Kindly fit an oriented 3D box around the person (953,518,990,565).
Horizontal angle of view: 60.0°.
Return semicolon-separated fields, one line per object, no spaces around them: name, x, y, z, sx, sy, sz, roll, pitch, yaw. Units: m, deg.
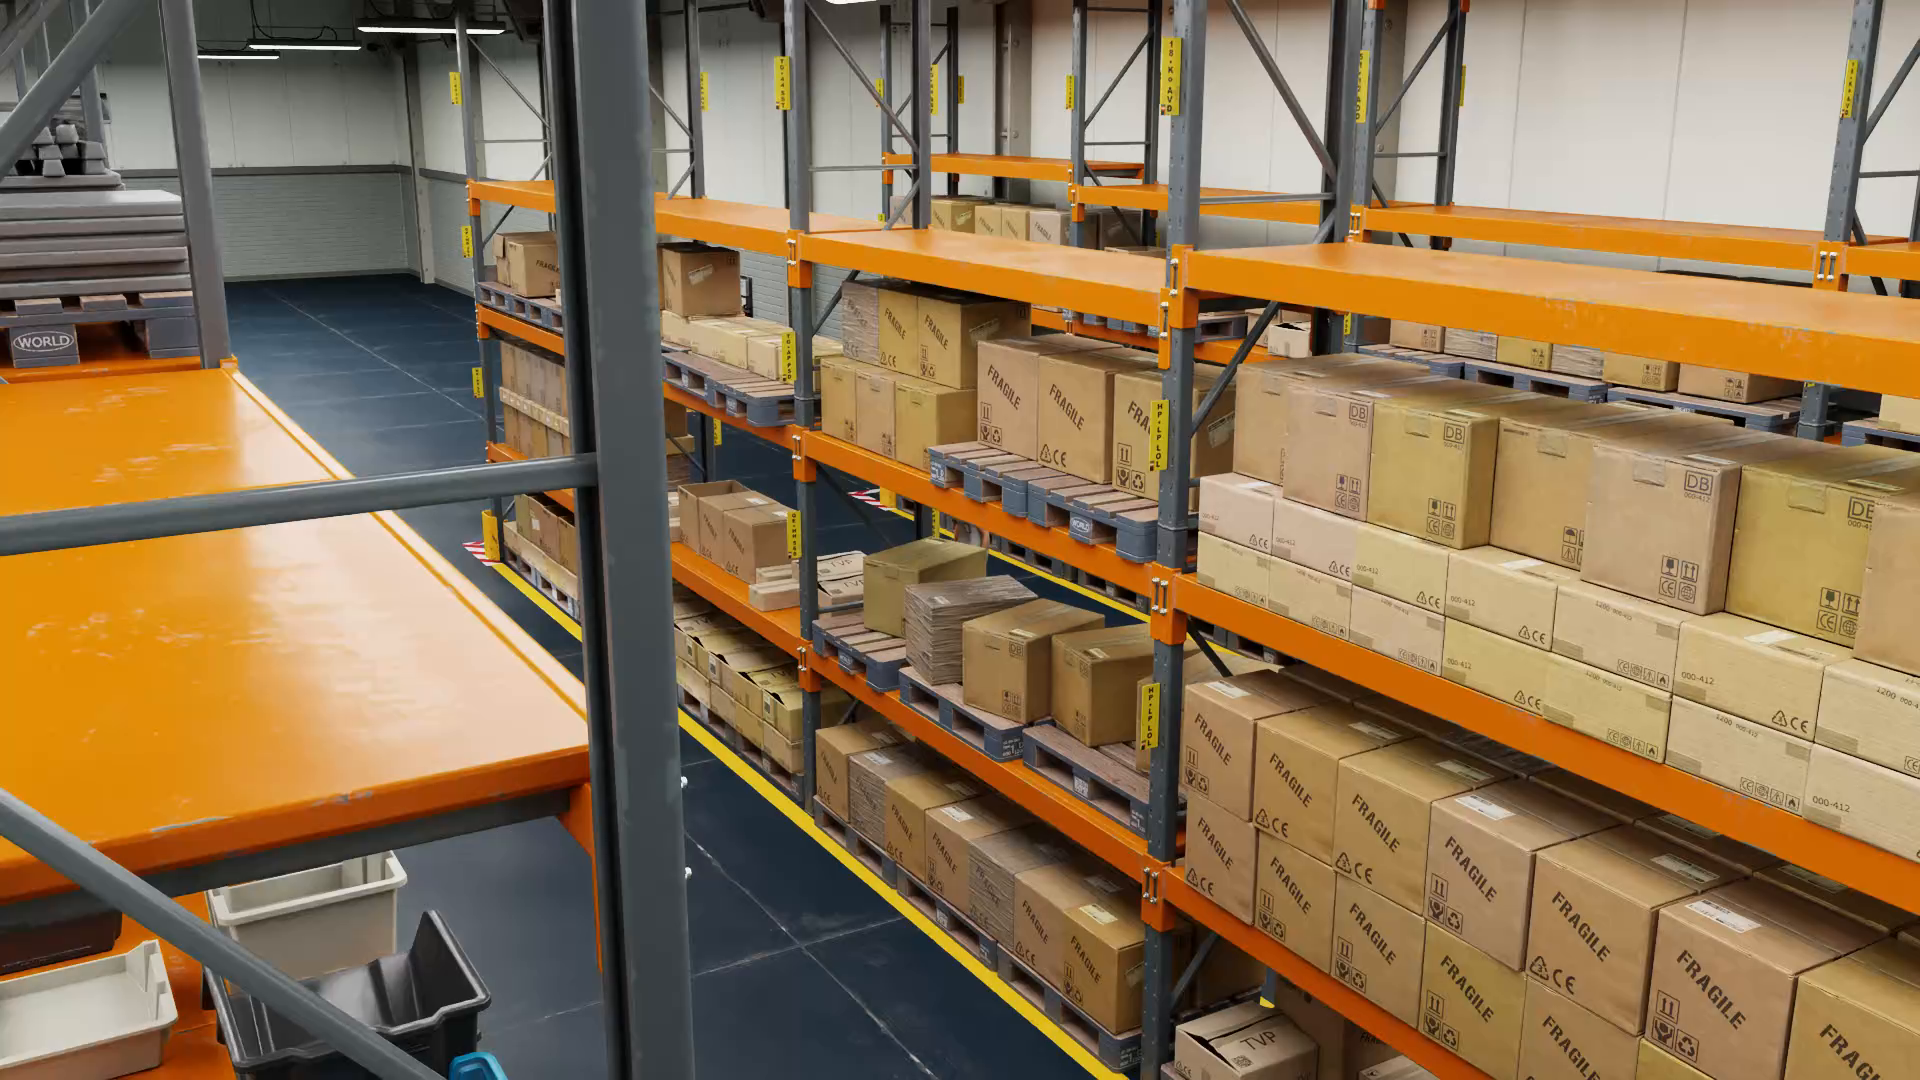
person;0.077;0.134;15.517;0.362;1.671;0.511;-10;18;-33
